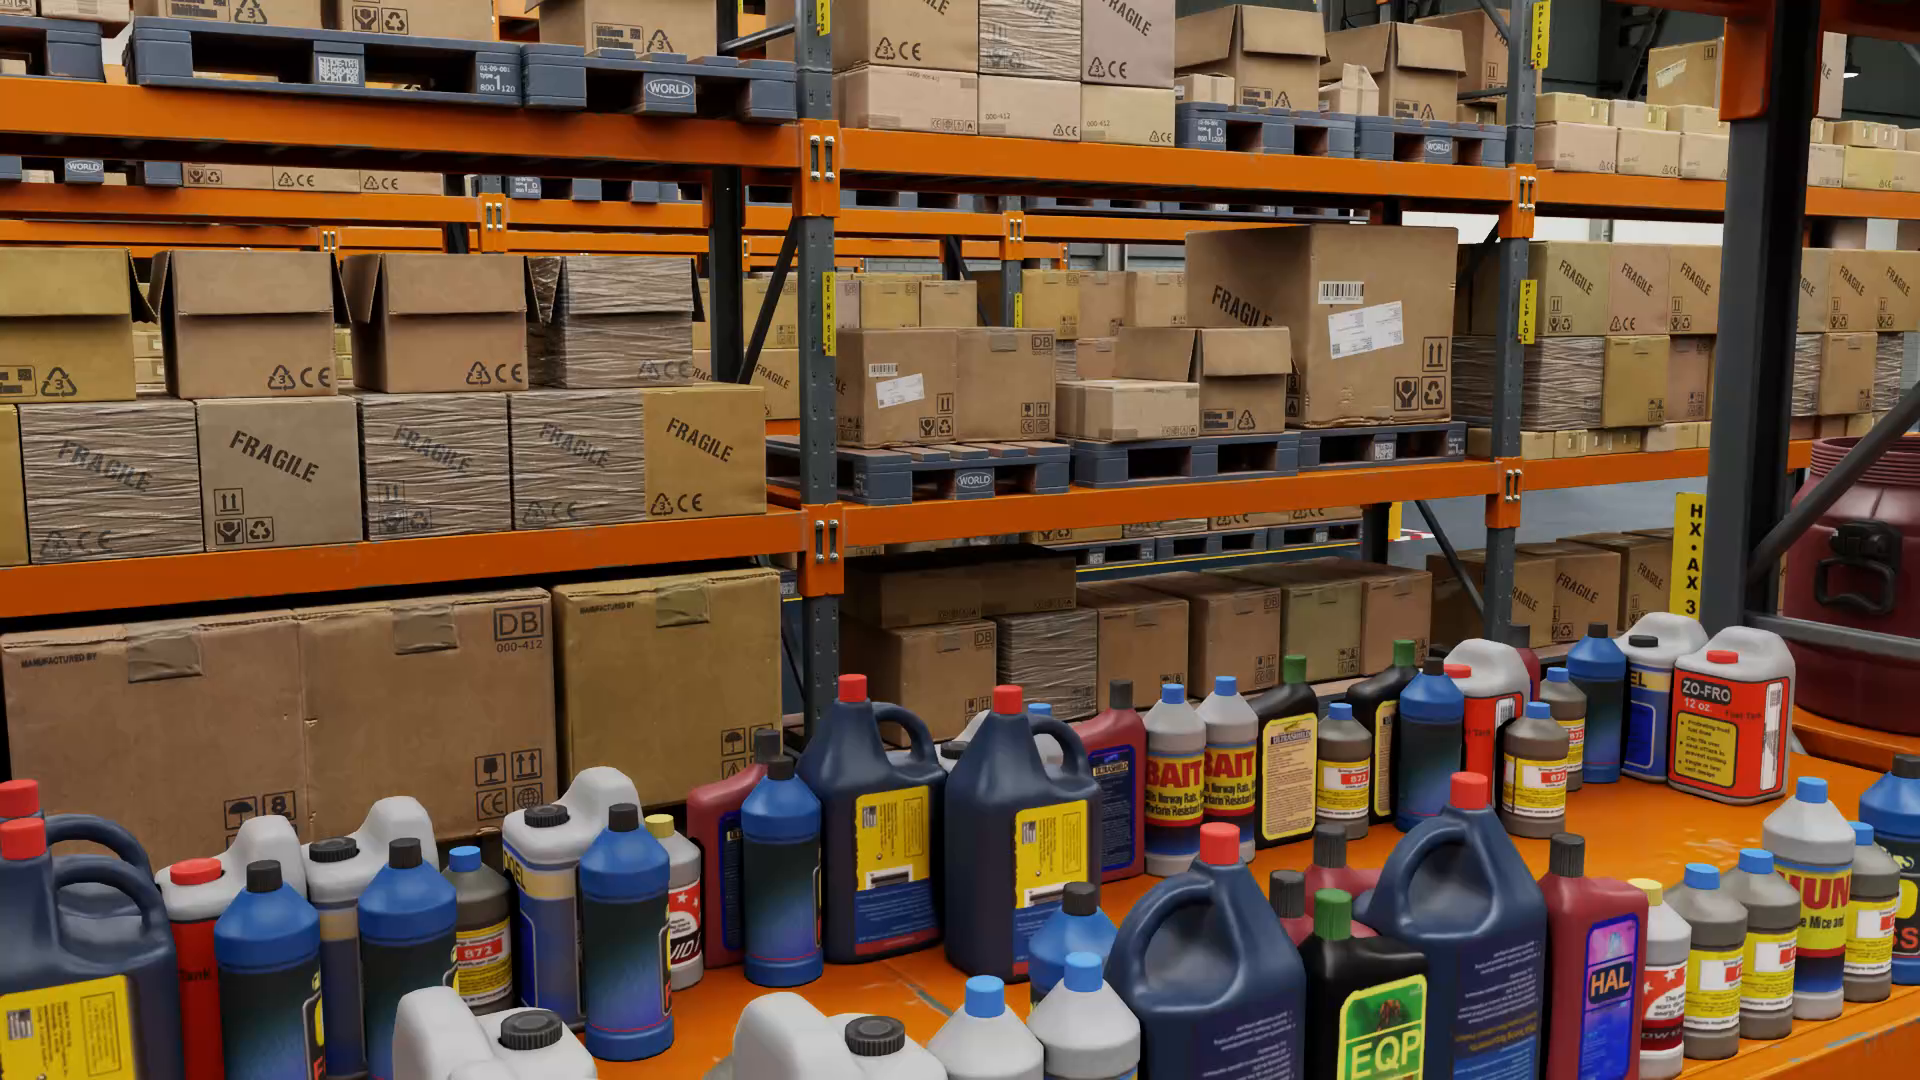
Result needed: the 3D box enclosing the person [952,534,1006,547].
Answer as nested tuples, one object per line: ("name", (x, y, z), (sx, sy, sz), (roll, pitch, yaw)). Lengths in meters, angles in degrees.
("person", (0.104, -0.174, 9.954), (0.345, 1.786, 0.557), (-4, 9, -28))
